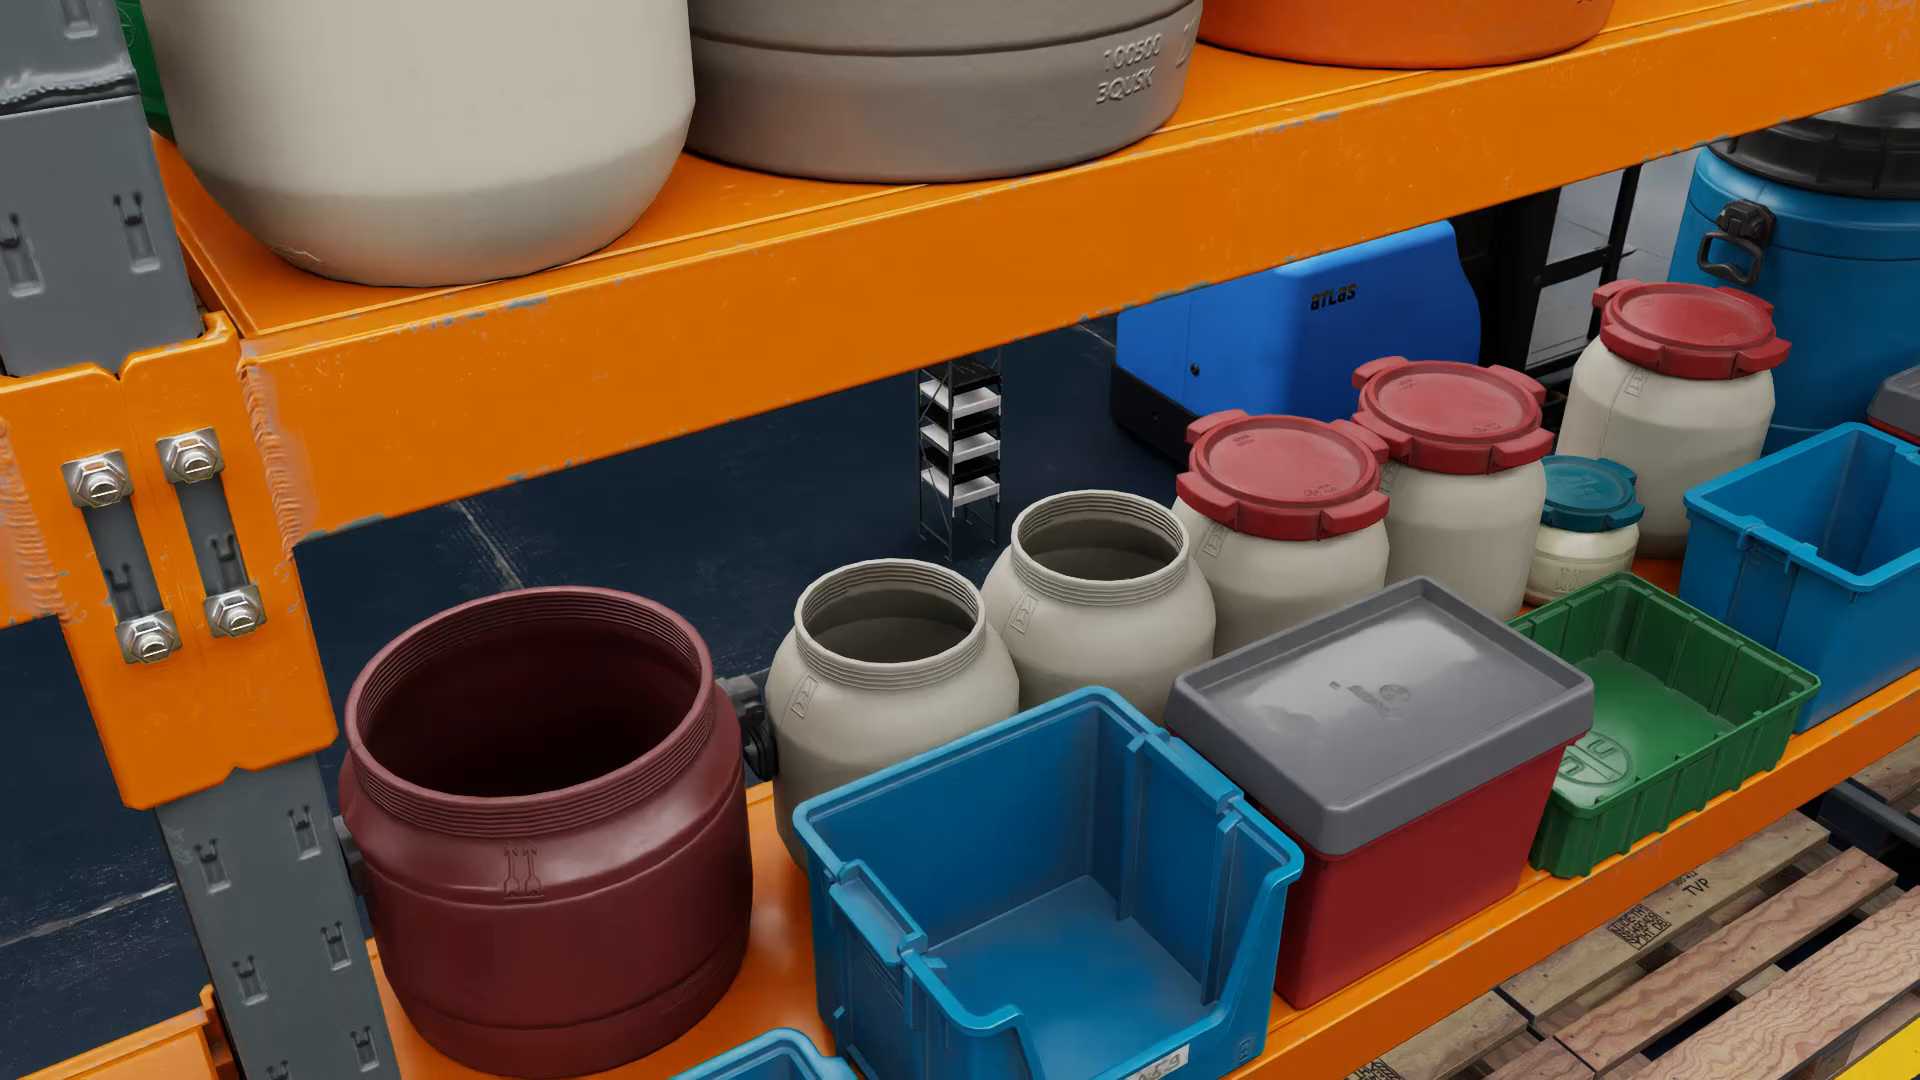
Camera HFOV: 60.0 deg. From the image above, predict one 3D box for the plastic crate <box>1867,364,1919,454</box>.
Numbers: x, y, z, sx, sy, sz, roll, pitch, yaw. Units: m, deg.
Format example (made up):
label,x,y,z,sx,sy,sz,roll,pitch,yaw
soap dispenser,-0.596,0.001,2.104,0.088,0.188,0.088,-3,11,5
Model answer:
label,x,y,z,sx,sy,sz,roll,pitch,yaw
plastic crate,2.260,-0.136,3.594,0.583,0.464,0.402,-19,37,-27

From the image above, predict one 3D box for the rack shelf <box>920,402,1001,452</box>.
label,x,y,z,sx,sy,sz,roll,pitch,yaw
rack shelf,-0.007,-0.426,5.976,0.200,0.077,0.258,-19,37,-27

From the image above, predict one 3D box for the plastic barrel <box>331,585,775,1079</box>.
label,x,y,z,sx,sy,sz,roll,pitch,yaw
plastic barrel,-0.635,0.443,2.609,0.708,0.536,0.600,-19,37,-27

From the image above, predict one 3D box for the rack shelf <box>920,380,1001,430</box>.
label,x,y,z,sx,sy,sz,roll,pitch,yaw
rack shelf,-0.007,-0.502,5.928,0.200,0.077,0.258,-19,37,-27

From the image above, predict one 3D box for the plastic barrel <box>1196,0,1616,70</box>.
label,x,y,z,sx,sy,sz,roll,pitch,yaw
plastic barrel,0.497,-1.009,1.825,0.708,0.830,0.600,-19,37,-27

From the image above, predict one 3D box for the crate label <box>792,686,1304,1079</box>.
label,x,y,z,sx,sy,sz,roll,pitch,yaw
crate label,0.121,0.589,2.471,0.616,0.435,0.502,-19,37,-27

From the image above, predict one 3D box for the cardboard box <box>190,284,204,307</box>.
label,x,y,z,sx,sy,sz,roll,pitch,yaw
cardboard box,-2.998,-1.104,6.417,0.500,0.250,0.500,-17,36,-25

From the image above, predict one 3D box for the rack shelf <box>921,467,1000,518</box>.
label,x,y,z,sx,sy,sz,roll,pitch,yaw
rack shelf,-0.007,-0.198,6.120,0.200,0.077,0.258,-19,37,-27

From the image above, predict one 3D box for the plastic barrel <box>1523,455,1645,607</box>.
label,x,y,z,sx,sy,sz,roll,pitch,yaw
plastic barrel,1.306,-0.014,3.590,0.301,0.262,0.301,0,32,0

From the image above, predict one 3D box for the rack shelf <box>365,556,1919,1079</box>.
label,x,y,z,sx,sy,sz,roll,pitch,yaw
rack shelf,0.820,0.496,3.326,4.000,0.370,1.077,-19,37,-27

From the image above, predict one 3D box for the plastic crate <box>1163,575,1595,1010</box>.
label,x,y,z,sx,sy,sz,roll,pitch,yaw
plastic crate,0.663,0.413,2.724,0.583,0.464,0.402,-19,37,-27

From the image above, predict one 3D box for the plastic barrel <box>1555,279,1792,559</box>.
label,x,y,z,sx,sy,sz,roll,pitch,yaw
plastic barrel,1.578,-0.265,3.732,0.433,0.535,0.433,0,32,0

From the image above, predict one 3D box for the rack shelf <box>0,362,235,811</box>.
label,x,y,z,sx,sy,sz,roll,pitch,yaw
rack shelf,-2.542,0.384,0.693,4.000,0.370,1.077,-19,37,-27

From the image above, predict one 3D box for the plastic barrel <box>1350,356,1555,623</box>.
label,x,y,z,sx,sy,sz,roll,pitch,yaw
plastic barrel,0.962,-0.053,3.396,0.433,0.535,0.433,0,32,0

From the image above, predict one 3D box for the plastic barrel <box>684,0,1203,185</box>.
label,x,y,z,sx,sy,sz,roll,pitch,yaw
plastic barrel,-0.053,-0.851,1.506,0.600,0.901,0.600,0,32,0

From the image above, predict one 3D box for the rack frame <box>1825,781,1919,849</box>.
label,x,y,z,sx,sy,sz,roll,pitch,yaw
rack frame,2.501,-0.386,4.051,0.127,3.000,1.000,-19,37,-27

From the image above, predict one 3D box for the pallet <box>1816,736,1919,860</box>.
label,x,y,z,sx,sy,sz,roll,pitch,yaw
pallet,3.088,0.618,5.073,1.213,0.211,1.003,-19,37,-27

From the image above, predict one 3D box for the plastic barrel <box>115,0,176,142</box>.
label,x,y,z,sx,sy,sz,roll,pitch,yaw
plastic barrel,-0.681,-0.527,1.608,0.294,0.245,0.294,0,32,0

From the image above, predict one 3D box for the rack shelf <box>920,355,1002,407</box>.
label,x,y,z,sx,sy,sz,roll,pitch,yaw
rack shelf,-0.007,-0.578,5.880,0.200,0.077,0.258,-19,37,-27

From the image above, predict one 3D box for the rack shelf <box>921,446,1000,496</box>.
label,x,y,z,sx,sy,sz,roll,pitch,yaw
rack shelf,-0.007,-0.274,6.072,0.200,0.077,0.258,-19,37,-27

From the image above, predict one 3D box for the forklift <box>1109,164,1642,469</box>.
label,x,y,z,sx,sy,sz,roll,pitch,yaw
forklift,2.147,-1.918,6.543,3.031,2.935,1.130,-18,37,-26

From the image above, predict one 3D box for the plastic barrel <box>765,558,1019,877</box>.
label,x,y,z,sx,sy,sz,roll,pitch,yaw
plastic barrel,-0.112,0.330,2.811,0.421,0.512,0.421,0,32,0

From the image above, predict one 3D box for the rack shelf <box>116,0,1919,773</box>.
label,x,y,z,sx,sy,sz,roll,pitch,yaw
rack shelf,0.820,-0.772,2.526,4.000,0.370,1.077,-19,37,-27

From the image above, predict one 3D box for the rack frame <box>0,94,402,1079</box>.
label,x,y,z,sx,sy,sz,roll,pitch,yaw
rack frame,-0.861,0.770,2.218,0.127,3.000,1.000,-19,37,-27

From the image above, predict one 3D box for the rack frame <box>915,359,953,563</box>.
label,x,y,z,sx,sy,sz,roll,pitch,yaw
rack frame,-0.092,-0.349,5.960,0.006,0.900,0.240,-19,37,-27

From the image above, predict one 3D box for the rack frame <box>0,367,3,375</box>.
label,x,y,z,sx,sy,sz,roll,pitch,yaw
rack frame,-3.544,-1.451,5.739,0.127,3.000,1.000,-19,37,-27

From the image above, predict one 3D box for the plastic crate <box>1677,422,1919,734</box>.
label,x,y,z,sx,sy,sz,roll,pitch,yaw
plastic crate,1.742,0.079,3.328,0.575,0.384,0.392,-19,37,-27

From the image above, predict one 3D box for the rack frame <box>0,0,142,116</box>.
label,x,y,z,sx,sy,sz,roll,pitch,yaw
rack frame,-0.861,-1.767,0.617,0.127,3.000,1.000,-19,37,-27

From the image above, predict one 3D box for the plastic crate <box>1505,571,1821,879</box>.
label,x,y,z,sx,sy,sz,roll,pitch,yaw
plastic crate,1.190,0.333,3.109,0.662,0.188,0.450,-19,37,-27

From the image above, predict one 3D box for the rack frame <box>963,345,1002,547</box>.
label,x,y,z,sx,sy,sz,roll,pitch,yaw
rack frame,0.079,-0.408,6.053,0.006,0.900,0.240,-19,37,-27

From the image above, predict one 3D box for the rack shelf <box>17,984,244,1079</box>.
label,x,y,z,sx,sy,sz,roll,pitch,yaw
rack shelf,-2.542,1.653,1.493,4.000,0.370,1.077,-19,37,-27

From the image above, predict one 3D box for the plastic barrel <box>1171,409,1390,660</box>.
label,x,y,z,sx,sy,sz,roll,pitch,yaw
plastic barrel,0.598,0.072,3.197,0.433,0.535,0.433,0,32,0

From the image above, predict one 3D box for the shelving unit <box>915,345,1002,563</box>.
label,x,y,z,sx,sy,sz,roll,pitch,yaw
shelving unit,-0.007,-0.378,6.006,0.210,0.900,0.258,-19,37,-27

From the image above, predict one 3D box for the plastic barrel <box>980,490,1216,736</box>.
label,x,y,z,sx,sy,sz,roll,pitch,yaw
plastic barrel,0.242,0.208,3.004,0.421,0.512,0.421,0,32,0

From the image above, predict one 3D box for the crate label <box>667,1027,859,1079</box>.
label,x,y,z,sx,sy,sz,roll,pitch,yaw
crate label,-0.304,0.887,2.189,0.416,0.233,0.303,-19,37,-27

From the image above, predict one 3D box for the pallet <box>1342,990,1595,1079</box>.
label,x,y,z,sx,sy,sz,roll,pitch,yaw
pallet,0.836,1.392,3.845,1.213,0.211,1.003,-19,37,-27

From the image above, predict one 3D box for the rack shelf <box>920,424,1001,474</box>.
label,x,y,z,sx,sy,sz,roll,pitch,yaw
rack shelf,-0.007,-0.350,6.024,0.200,0.077,0.258,-19,37,-27

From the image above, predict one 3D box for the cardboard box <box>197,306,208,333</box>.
label,x,y,z,sx,sy,sz,roll,pitch,yaw
cardboard box,-2.992,-0.782,6.609,0.500,0.500,0.700,-21,38,-30

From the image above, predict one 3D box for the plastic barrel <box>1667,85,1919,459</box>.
label,x,y,z,sx,sy,sz,roll,pitch,yaw
plastic barrel,2.012,-0.622,3.955,0.708,0.901,0.600,-19,37,-27

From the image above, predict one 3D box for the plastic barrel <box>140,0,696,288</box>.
label,x,y,z,sx,sy,sz,roll,pitch,yaw
plastic barrel,-0.434,-0.498,1.312,0.421,0.512,0.421,0,32,0

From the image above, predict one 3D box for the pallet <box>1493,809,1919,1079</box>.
label,x,y,z,sx,sy,sz,roll,pitch,yaw
pallet,1.862,1.038,4.407,1.213,0.211,1.003,-19,37,-27
